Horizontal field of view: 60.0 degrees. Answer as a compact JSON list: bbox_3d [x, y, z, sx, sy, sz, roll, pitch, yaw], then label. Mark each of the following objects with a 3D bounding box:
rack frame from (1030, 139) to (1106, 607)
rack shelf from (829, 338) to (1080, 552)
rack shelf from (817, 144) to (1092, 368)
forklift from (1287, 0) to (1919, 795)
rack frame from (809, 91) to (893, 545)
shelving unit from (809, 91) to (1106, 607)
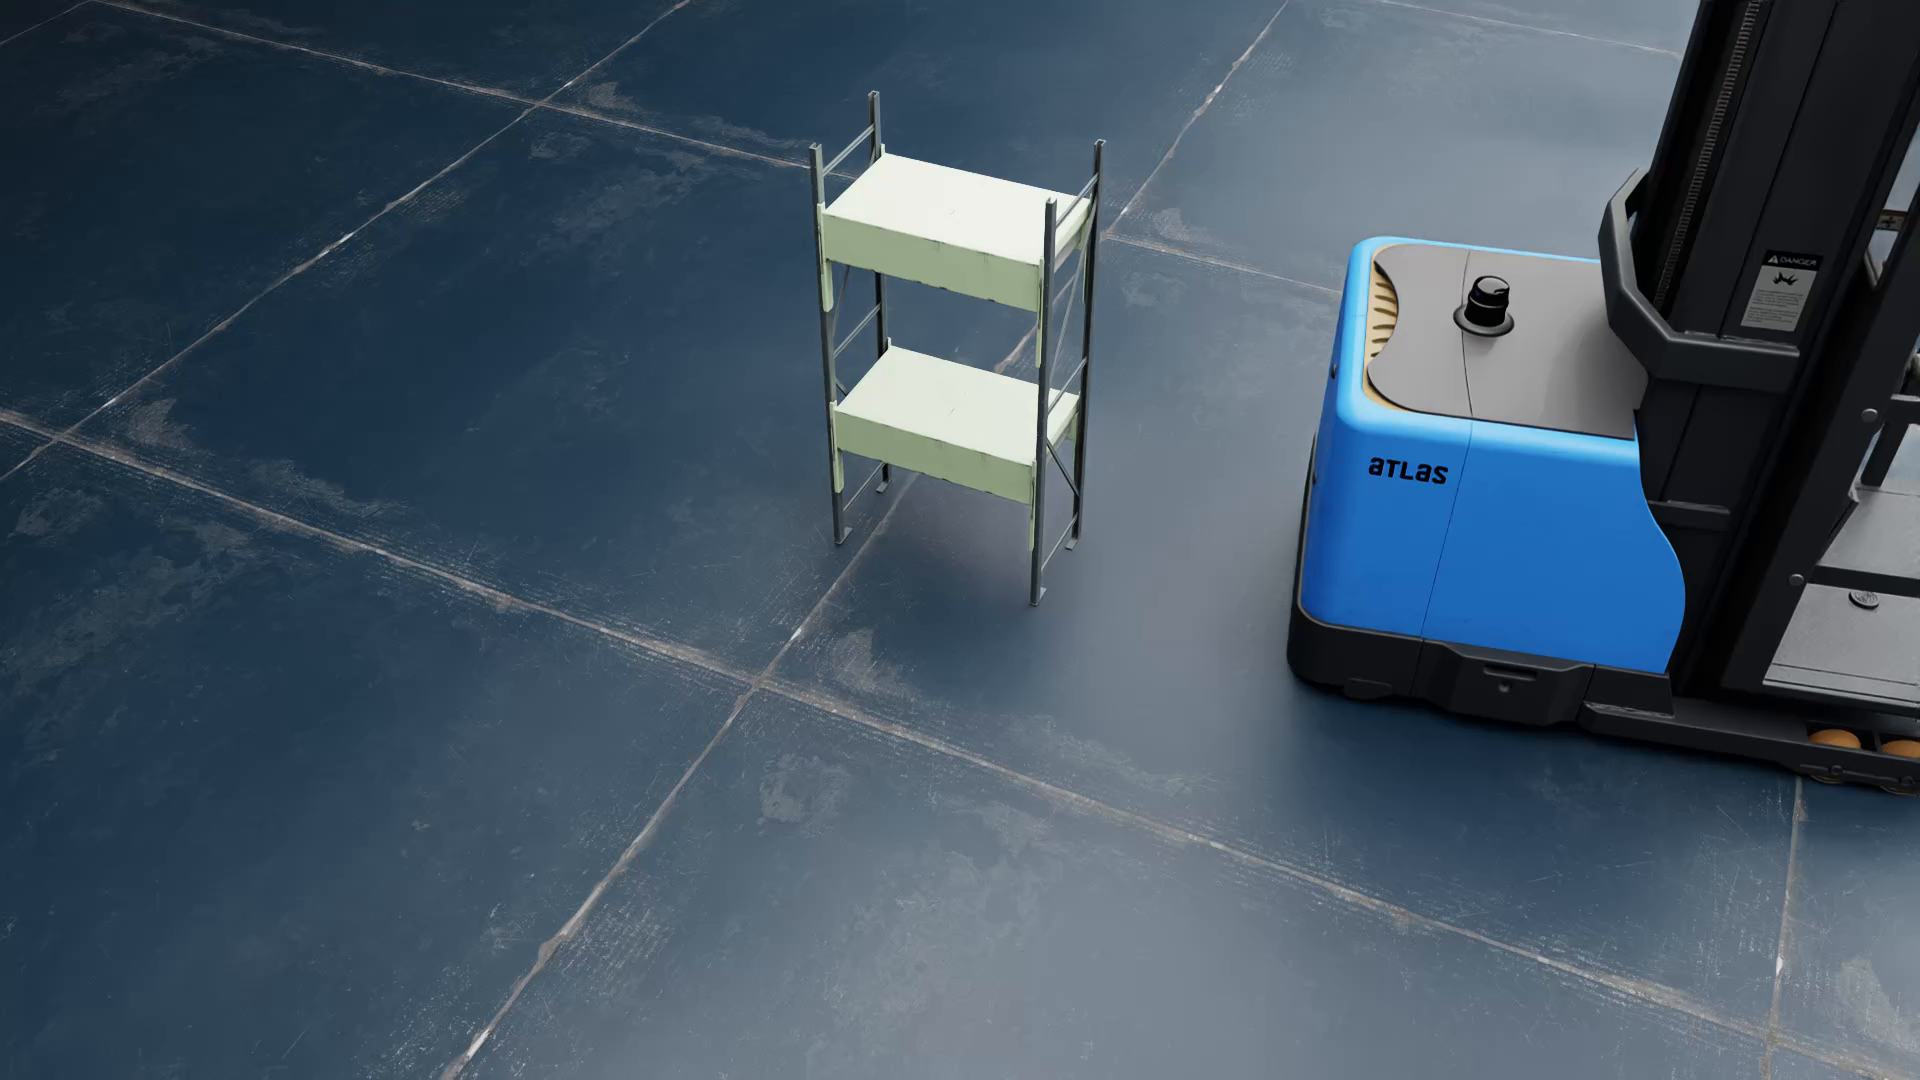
[{"bbox_3d":[0.326,-0.467,5.144,0.023,1.500,0.400,17,44,19],"label":"rack frame"},{"bbox_3d":[-0.006,-0.322,5.474,0.720,0.370,0.431,17,44,19],"label":"rack shelf"},{"bbox_3d":[-0.006,-0.863,5.005,0.720,0.370,0.431,17,44,19],"label":"rack shelf"},{"bbox_3d":[2.597,-0.744,4.370,3.031,2.935,1.130,8,42,10],"label":"forklift"},{"bbox_3d":[-0.338,-0.670,5.378,0.023,1.500,0.400,17,44,19],"label":"rack frame"},{"bbox_3d":[-0.006,-0.569,5.261,0.755,1.500,0.431,17,44,19],"label":"shelving unit"}]
